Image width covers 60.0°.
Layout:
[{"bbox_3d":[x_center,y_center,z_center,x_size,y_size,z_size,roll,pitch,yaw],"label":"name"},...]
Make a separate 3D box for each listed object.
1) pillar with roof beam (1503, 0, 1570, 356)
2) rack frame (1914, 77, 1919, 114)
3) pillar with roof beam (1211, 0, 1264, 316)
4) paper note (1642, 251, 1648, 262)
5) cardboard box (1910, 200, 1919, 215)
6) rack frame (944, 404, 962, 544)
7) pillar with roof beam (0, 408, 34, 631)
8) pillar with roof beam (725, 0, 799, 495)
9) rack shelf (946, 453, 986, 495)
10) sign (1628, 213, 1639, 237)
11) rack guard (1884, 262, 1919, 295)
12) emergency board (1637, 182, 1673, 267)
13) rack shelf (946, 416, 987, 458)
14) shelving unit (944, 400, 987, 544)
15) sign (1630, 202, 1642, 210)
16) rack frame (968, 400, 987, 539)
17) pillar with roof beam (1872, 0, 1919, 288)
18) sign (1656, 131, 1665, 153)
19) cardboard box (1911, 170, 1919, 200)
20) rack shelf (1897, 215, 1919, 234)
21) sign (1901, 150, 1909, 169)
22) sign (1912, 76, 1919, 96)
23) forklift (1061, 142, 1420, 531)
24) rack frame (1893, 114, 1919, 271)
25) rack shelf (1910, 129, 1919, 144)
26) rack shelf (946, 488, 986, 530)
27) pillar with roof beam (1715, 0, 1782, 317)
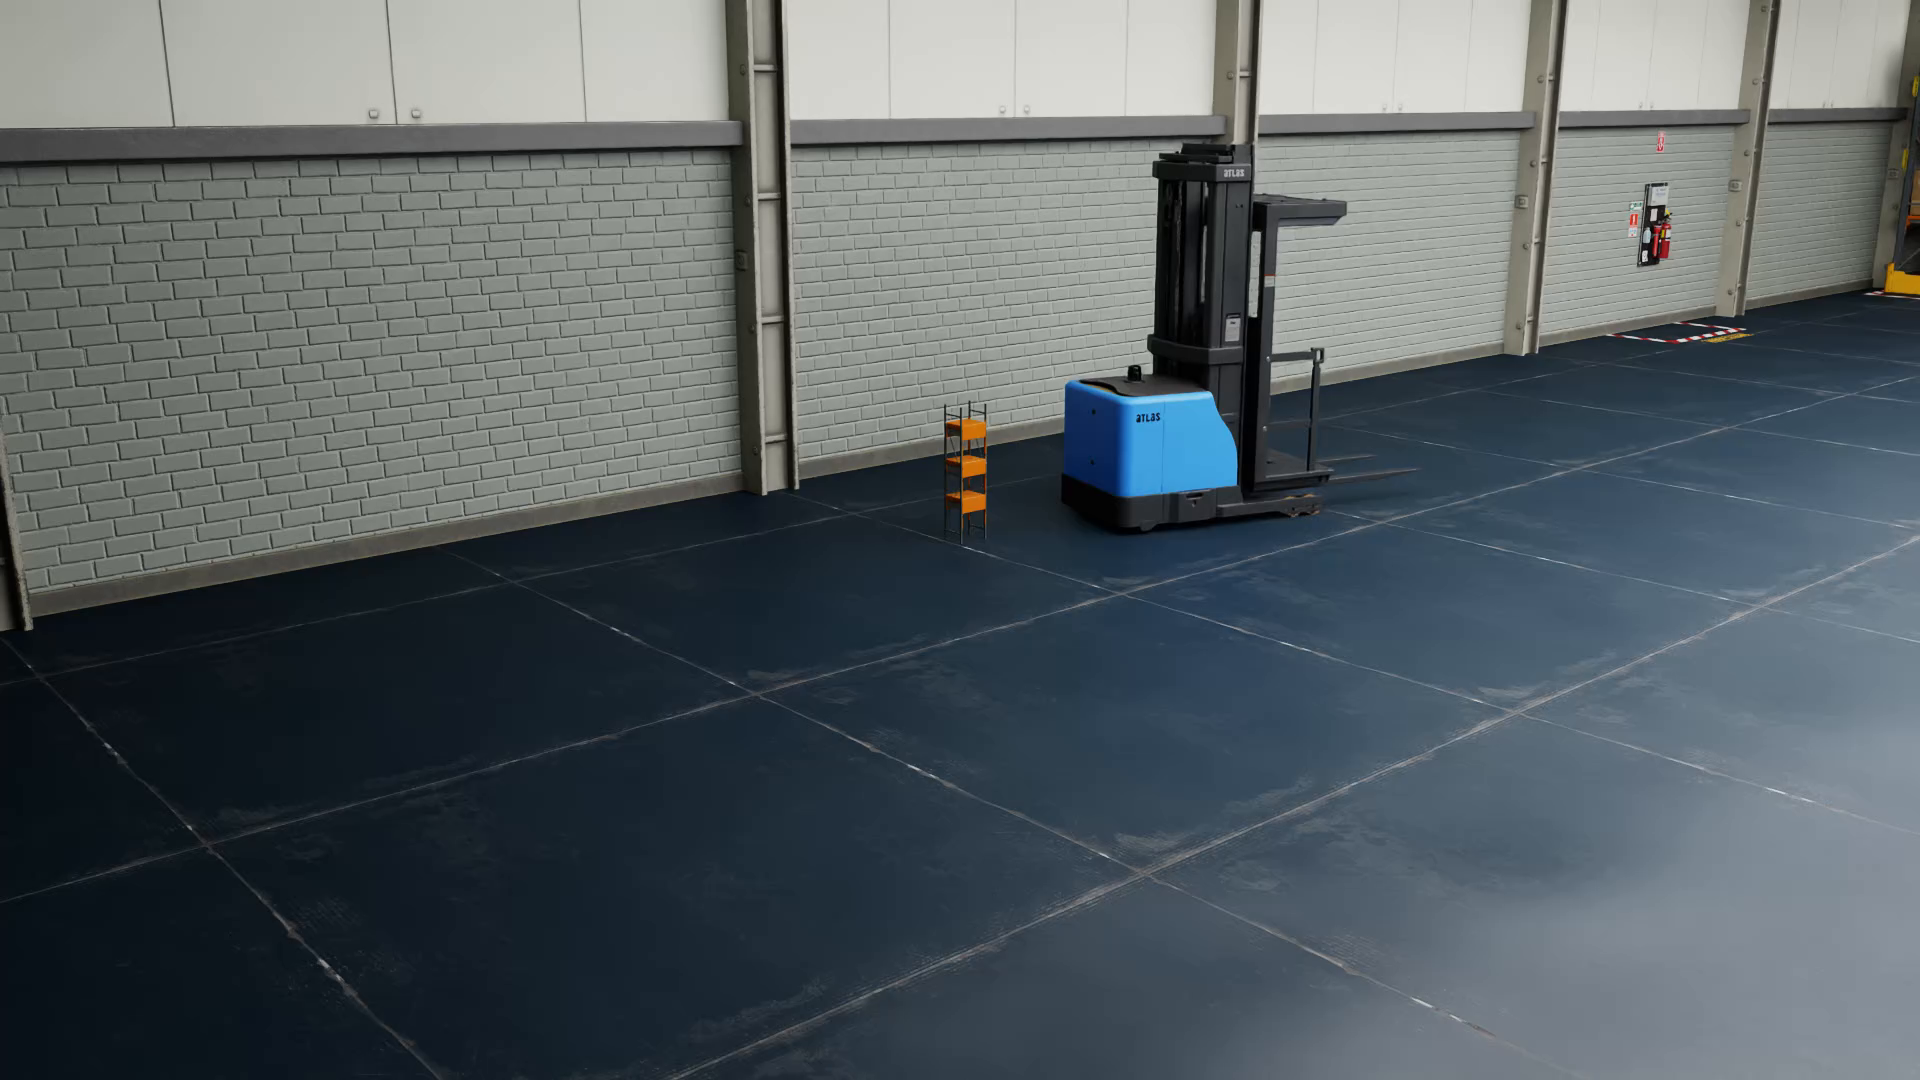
[{"bbox_3d":[10.239,-5.986,17.723,0.400,9.000,9.100,-13,19,-39],"label":"pillar with roof beam"},{"bbox_3d":[16.505,-8.570,27.397,0.127,3.000,1.000,-13,19,-39],"label":"rack frame"},{"bbox_3d":[5.712,-4.970,13.918,0.400,9.000,9.100,-13,19,-39],"label":"pillar with roof beam"},{"bbox_3d":[9.871,-4.089,23.953,0.142,0.148,0.016,-13,19,-39],"label":"paper note"},{"bbox_3d":[16.730,-5.726,28.626,0.500,0.250,0.500,-12,19,-39],"label":"cardboard box"},{"bbox_3d":[-0.052,-0.496,12.571,0.008,1.050,0.200,-13,19,-39],"label":"rack frame"},{"bbox_3d":[-3.340,-2.937,6.308,0.400,9.000,9.100,-13,19,-39],"label":"pillar with roof beam"},{"bbox_3d":[1.186,-3.953,10.113,0.400,9.000,9.100,-13,19,-39],"label":"pillar with roof beam"},{"bbox_3d":[0.040,-0.506,12.651,0.240,0.259,0.215,-13,19,-39],"label":"rack shelf"},{"bbox_3d":[9.565,-4.475,23.621,0.234,0.329,0.001,-13,19,-39],"label":"sign"},{"bbox_3d":[16.562,-4.477,28.542,0.348,0.500,1.175,-13,19,-39],"label":"rack guard"},{"bbox_3d":[10.050,-4.531,23.901,0.643,1.169,0.194,-13,19,-39],"label":"emergency board"},{"bbox_3d":[0.040,-0.780,12.578,0.240,0.259,0.215,-13,19,-39],"label":"rack shelf"},{"bbox_3d":[0.040,-0.516,12.648,0.252,1.050,0.215,-13,19,-39],"label":"shelving unit"},{"bbox_3d":[9.574,-4.730,23.549,0.331,0.109,0.001,-13,19,-39],"label":"sign"},{"bbox_3d":[0.132,-0.537,12.726,0.008,1.050,0.200,-13,19,-39],"label":"rack frame"},{"bbox_3d":[19.291,-8.019,25.334,0.400,9.000,9.100,-13,19,-39],"label":"pillar with roof beam"},{"bbox_3d":[9.978,-5.669,23.669,0.199,0.298,0.001,-13,19,-39],"label":"sign"},{"bbox_3d":[16.721,-6.093,28.545,0.500,0.500,0.500,-13,20,-40],"label":"cardboard box"},{"bbox_3d":[18.014,-5.663,29.533,4.000,0.370,1.077,-13,19,-39],"label":"rack shelf"},{"bbox_3d":[16.156,-6.495,28.398,0.005,0.325,0.100,-13,19,-39],"label":"sign"},{"bbox_3d":[16.156,-7.660,28.087,0.005,0.325,0.100,-13,19,-39],"label":"sign"},{"bbox_3d":[2.394,-1.718,13.501,3.031,2.935,1.130,-7,16,-24],"label":"forklift"},{"bbox_3d":[16.505,-5.672,28.171,0.127,3.000,1.000,-13,19,-39],"label":"rack frame"},{"bbox_3d":[18.014,-7.112,29.145,4.000,0.370,1.077,-13,19,-39],"label":"rack shelf"},{"bbox_3d":[0.040,-0.238,12.723,0.240,0.259,0.215,-13,19,-39],"label":"rack shelf"},{"bbox_3d":[14.765,-7.003,21.529,0.400,9.000,9.100,-13,19,-39],"label":"pillar with roof beam"}]
